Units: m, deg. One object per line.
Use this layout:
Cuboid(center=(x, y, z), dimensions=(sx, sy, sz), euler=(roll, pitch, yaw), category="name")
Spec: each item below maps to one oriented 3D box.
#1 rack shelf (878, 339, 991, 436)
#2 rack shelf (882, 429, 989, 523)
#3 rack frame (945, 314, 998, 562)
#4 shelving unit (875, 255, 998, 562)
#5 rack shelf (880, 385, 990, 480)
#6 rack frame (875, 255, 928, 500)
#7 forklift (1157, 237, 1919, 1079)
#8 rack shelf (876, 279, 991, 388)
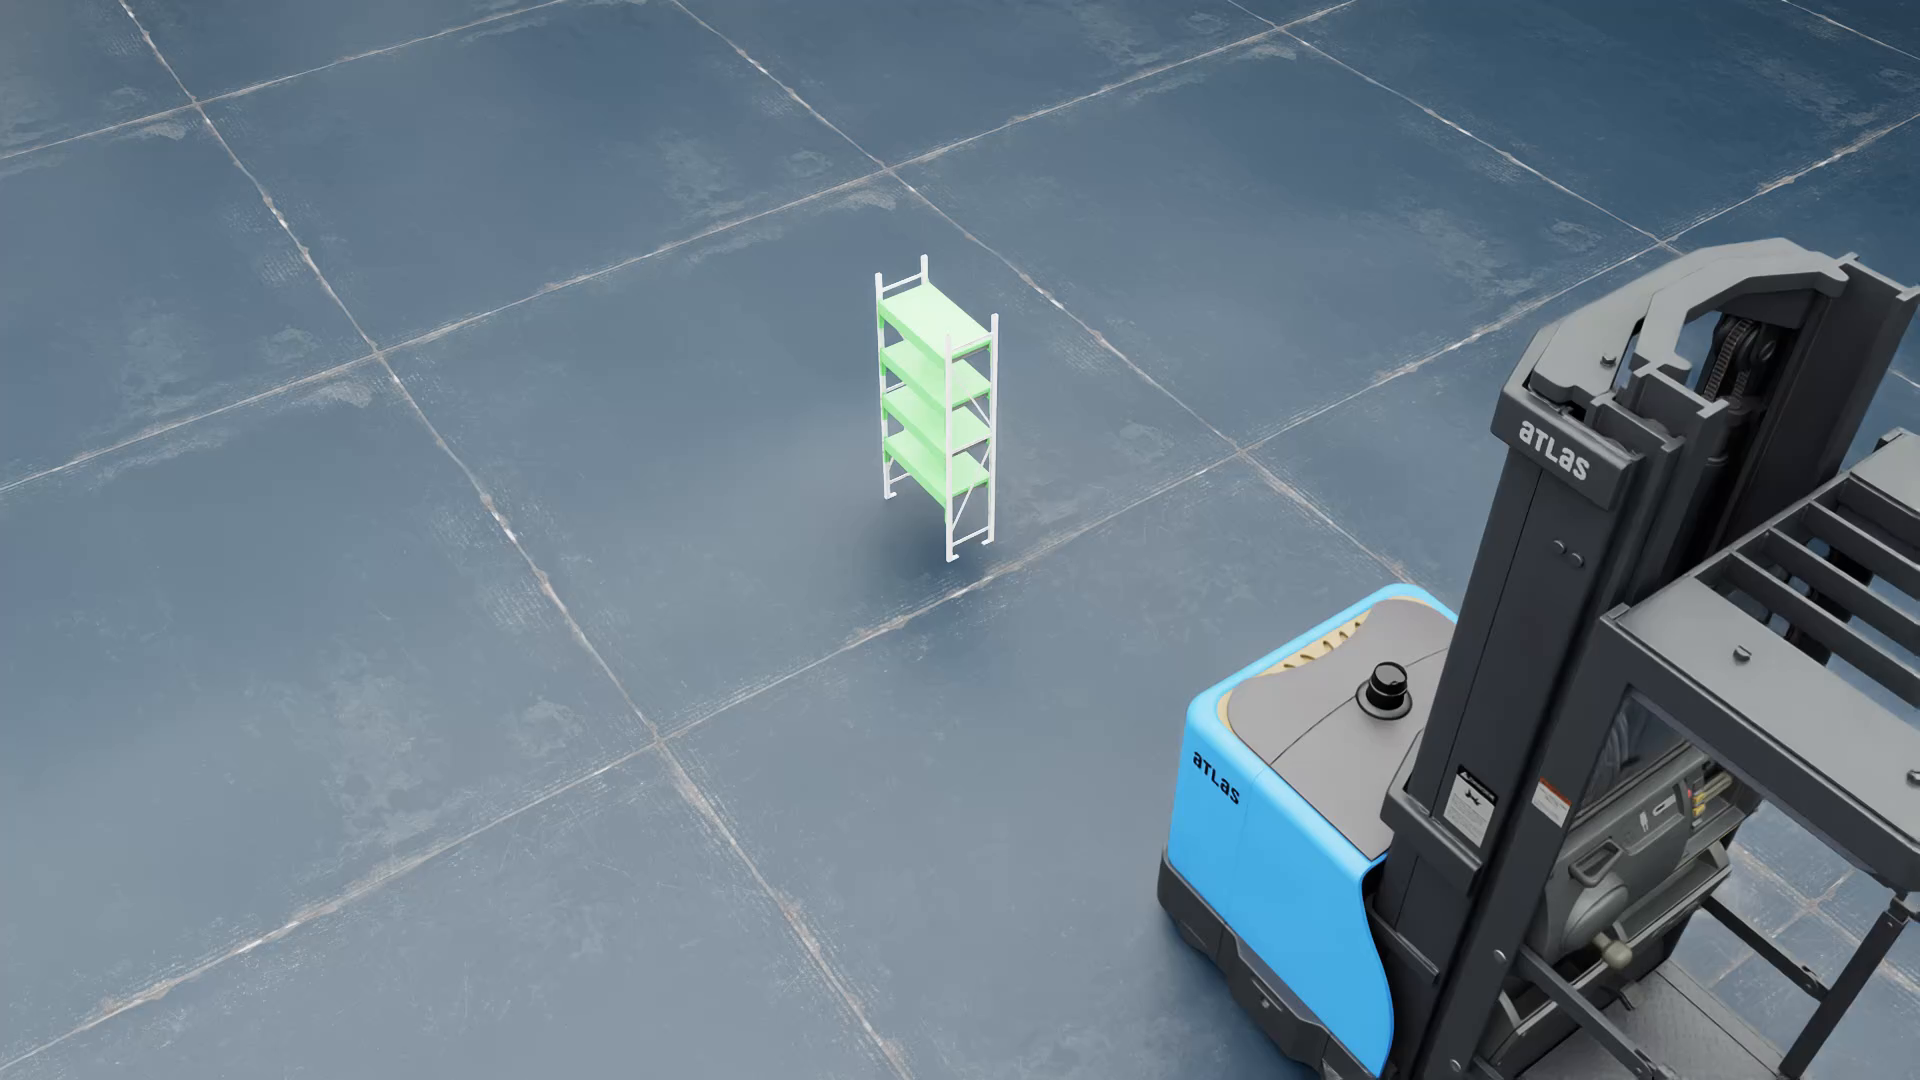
Cuboid(center=(-0.095, -0.655, 6.803), dimensions=(0.258, 0.148, 0.480), euler=(-26, 49, -24), category="rack shelf")
Cuboid(center=(-0.095, -0.308, 7.135), dimensions=(0.258, 0.148, 0.480), euler=(-26, 49, -24), category="rack shelf")
Cuboid(center=(0.045, -0.390, 6.780), dimensions=(0.240, 1.200, 0.015), euler=(-26, 49, -24), category="rack frame")
Cuboid(center=(-0.095, -0.528, 6.925), dimensions=(0.258, 1.200, 0.503), euler=(-26, 49, -24), category="shelving unit")
Cuboid(center=(-0.095, -0.482, 6.969), dimensions=(0.258, 0.148, 0.480), euler=(-26, 49, -24), category="rack shelf")
Cuboid(center=(-0.234, -0.666, 7.070), dimensions=(0.240, 1.200, 0.015), euler=(-26, 49, -24), category="rack frame")
Cuboid(center=(1.952, 0.860, 4.218), dimensions=(1.130, 2.935, 3.031), euler=(-26, 49, -25), category="forklift")
Cuboid(center=(-0.095, -0.829, 6.638), dimensions=(0.258, 0.148, 0.480), euler=(-26, 49, -24), category="rack shelf")
